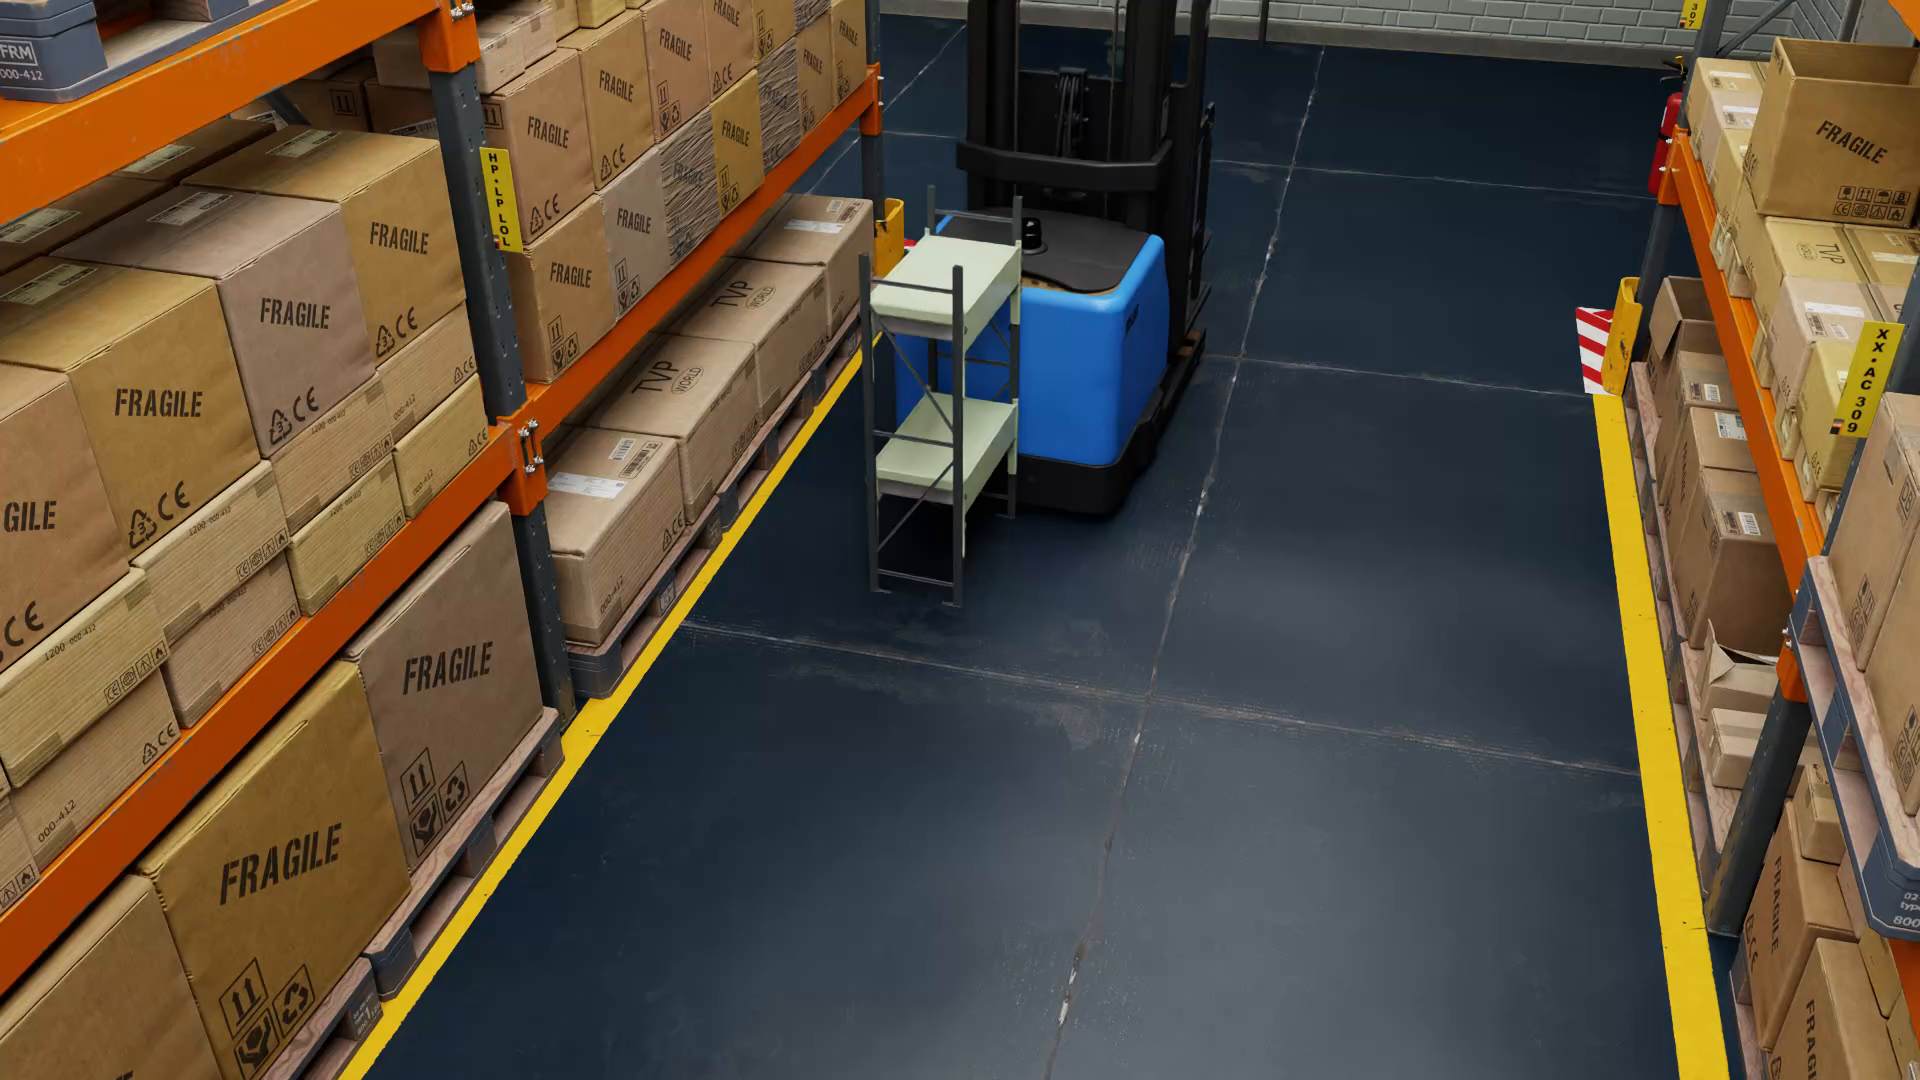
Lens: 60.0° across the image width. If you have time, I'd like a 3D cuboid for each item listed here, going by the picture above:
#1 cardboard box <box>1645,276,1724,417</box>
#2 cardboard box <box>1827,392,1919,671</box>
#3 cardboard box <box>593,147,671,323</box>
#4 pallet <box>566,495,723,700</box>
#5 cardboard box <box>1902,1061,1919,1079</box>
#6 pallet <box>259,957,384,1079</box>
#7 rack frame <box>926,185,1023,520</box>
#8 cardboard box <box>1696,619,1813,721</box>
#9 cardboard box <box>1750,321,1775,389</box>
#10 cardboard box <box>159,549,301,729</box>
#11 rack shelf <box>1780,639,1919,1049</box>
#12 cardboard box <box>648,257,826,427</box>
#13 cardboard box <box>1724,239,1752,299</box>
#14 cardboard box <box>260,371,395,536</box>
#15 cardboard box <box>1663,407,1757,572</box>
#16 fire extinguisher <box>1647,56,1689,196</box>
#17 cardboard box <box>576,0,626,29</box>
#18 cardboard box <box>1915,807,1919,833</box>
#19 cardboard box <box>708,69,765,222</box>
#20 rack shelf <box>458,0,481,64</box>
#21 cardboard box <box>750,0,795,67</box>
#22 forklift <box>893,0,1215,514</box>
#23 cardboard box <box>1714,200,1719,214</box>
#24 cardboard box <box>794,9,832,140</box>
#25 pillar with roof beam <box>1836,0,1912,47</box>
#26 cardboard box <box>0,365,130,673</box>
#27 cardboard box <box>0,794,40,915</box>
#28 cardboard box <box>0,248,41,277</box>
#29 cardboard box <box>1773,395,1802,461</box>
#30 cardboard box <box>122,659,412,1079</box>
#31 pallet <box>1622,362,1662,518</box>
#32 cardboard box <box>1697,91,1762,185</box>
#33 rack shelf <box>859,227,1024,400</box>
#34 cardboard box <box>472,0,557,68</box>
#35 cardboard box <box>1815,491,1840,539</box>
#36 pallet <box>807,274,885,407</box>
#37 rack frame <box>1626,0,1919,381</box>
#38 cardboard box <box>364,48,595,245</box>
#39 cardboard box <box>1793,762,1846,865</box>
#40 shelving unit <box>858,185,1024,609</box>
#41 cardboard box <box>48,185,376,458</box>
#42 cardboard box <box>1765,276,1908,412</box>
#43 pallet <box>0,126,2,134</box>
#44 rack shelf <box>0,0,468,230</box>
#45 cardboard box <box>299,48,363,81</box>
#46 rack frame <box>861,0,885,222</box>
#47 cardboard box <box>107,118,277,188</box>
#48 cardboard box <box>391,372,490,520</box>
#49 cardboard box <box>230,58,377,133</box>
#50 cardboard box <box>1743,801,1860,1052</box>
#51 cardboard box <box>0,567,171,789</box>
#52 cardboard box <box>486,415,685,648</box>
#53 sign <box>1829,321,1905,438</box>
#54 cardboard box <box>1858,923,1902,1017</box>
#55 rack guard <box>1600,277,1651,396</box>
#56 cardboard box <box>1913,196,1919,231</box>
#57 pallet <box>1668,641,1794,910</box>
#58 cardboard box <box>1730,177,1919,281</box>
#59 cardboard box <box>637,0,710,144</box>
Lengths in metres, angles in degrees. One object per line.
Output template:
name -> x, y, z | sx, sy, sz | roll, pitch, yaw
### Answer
cardboard box -> 3.639, -0.872, 7.761 | 0.797, 0.503, 0.637 | 7, 33, 10
cardboard box -> 2.532, 0.024, 3.931 | 0.700, 0.500, 0.500 | 9, 34, 14
cardboard box -> -1.427, -1.161, 6.188 | 0.500, 0.500, 0.500 | 8, 33, 13
pallet -> -1.662, 0.142, 6.830 | 1.003, 0.211, 1.213 | 8, 33, 12
cardboard box -> 2.317, 1.335, 3.689 | 0.380, 0.149, 0.250 | 8, 33, 12
pallet -> -2.361, 1.572, 4.581 | 1.003, 0.211, 1.213 | 8, 33, 12
rack frame -> 0.056, -0.760, 7.048 | 0.400, 1.500, 0.023 | 10, 34, 16
cardboard box -> 2.819, 0.485, 5.848 | 0.396, 0.266, 0.258 | 9, 34, 14
cardboard box -> 2.926, -0.616, 5.657 | 0.380, 0.149, 0.250 | 8, 33, 12
cardboard box -> -2.078, 0.203, 4.275 | 0.500, 0.250, 0.500 | 7, 33, 11
rack shelf -> 2.364, 1.365, 2.978 | 1.077, 0.370, 4.000 | 8, 33, 12
cardboard box -> -1.211, -0.990, 8.009 | 0.875, 0.438, 0.875 | 9, 34, 14
cardboard box -> 3.115, -1.012, 6.280 | 0.380, 0.149, 0.250 | 9, 33, 13
cardboard box -> -1.927, -0.276, 4.562 | 0.500, 0.250, 0.500 | 9, 33, 14
cardboard box -> 3.154, -0.171, 6.662 | 0.500, 0.500, 0.500 | 9, 33, 13
fire extinguisher -> 3.477, -2.002, 8.023 | 0.296, 0.674, 0.183 | 8, 33, 12
cardboard box -> -1.404, -1.911, 5.831 | 0.380, 0.149, 0.250 | 8, 33, 12
cardboard box -> 2.147, 0.571, 3.289 | 0.396, 0.266, 0.258 | 10, 34, 15
cardboard box -> -1.164, -1.686, 7.013 | 0.500, 0.500, 0.500 | 9, 34, 14
rack shelf -> -1.423, -2.651, 6.499 | 1.077, 0.370, 4.000 | 8, 33, 12
cardboard box -> -1.041, -2.377, 7.167 | 0.500, 0.500, 0.500 | 8, 33, 12
forklift -> 0.653, -2.132, 7.872 | 1.130, 2.935, 3.031 | 10, 34, 16
cardboard box -> 3.361, -1.411, 6.908 | 0.380, 0.149, 0.250 | 9, 34, 14
cardboard box -> -0.924, -2.224, 7.859 | 0.500, 0.500, 0.500 | 7, 33, 11
pillar with roof beam -> 1.278, -6.447, 9.003 | 9.100, 9.000, 0.400 | 8, 33, 12
cardboard box -> -2.190, -0.048, 3.505 | 0.500, 0.500, 0.500 | 9, 33, 13
cardboard box -> -2.327, 0.728, 3.448 | 0.500, 0.250, 0.500 | 9, 34, 14
cardboard box -> -2.553, -0.398, 4.055 | 0.500, 0.500, 0.500 | 7, 33, 11
cardboard box -> 2.795, -0.347, 5.234 | 0.380, 0.149, 0.250 | 9, 34, 14
cardboard box -> -2.233, 0.871, 4.673 | 0.875, 0.875, 0.875 | 9, 34, 14
pallet -> 3.666, -0.422, 7.718 | 1.003, 0.211, 1.213 | 8, 33, 12
cardboard box -> 3.383, -1.654, 6.919 | 0.500, 0.250, 0.500 | 8, 33, 13
rack shelf -> -0.062, -0.904, 6.546 | 0.431, 0.370, 0.720 | 10, 34, 16
cardboard box -> -1.550, -1.652, 5.423 | 0.380, 0.149, 0.250 | 9, 33, 13
cardboard box -> 2.708, -0.071, 4.800 | 0.380, 0.149, 0.250 | 8, 33, 13
pallet -> -1.043, -1.124, 8.822 | 1.003, 0.211, 1.213 | 8, 33, 12
rack frame -> 3.886, -2.053, 7.683 | 1.000, 3.000, 0.127 | 8, 33, 12
cardboard box -> -1.576, -1.329, 5.520 | 0.500, 0.500, 0.500 | 8, 33, 13
cardboard box -> 2.523, 0.777, 4.566 | 0.380, 0.149, 0.250 | 10, 34, 15
shelving unit -> -0.062, -0.574, 6.756 | 0.431, 1.500, 0.755 | 10, 34, 16
cardboard box -> -1.926, -0.579, 4.340 | 0.500, 0.500, 0.500 | 9, 33, 13
cardboard box -> 2.877, -0.599, 5.258 | 0.500, 0.250, 0.500 | 8, 33, 13
pallet -> -2.553, -0.683, 2.909 | 1.003, 0.211, 1.213 | 10, 34, 15
rack shelf -> -2.439, -0.575, 3.233 | 1.077, 0.370, 4.000 | 8, 33, 12
cardboard box -> -2.161, -1.592, 5.328 | 0.380, 0.149, 0.250 | 7, 33, 11
rack frame -> -0.916, -2.726, 8.743 | 1.000, 3.000, 0.127 | 8, 33, 12
cardboard box -> -2.321, -0.926, 4.885 | 0.500, 0.500, 0.500 | 8, 33, 13
cardboard box -> -1.801, -0.320, 5.098 | 0.500, 0.250, 0.500 | 7, 33, 11
cardboard box -> -2.078, -1.397, 5.627 | 0.500, 0.500, 0.500 | 8, 33, 12
cardboard box -> 2.531, 1.121, 4.629 | 0.500, 0.500, 0.500 | 9, 34, 14
cardboard box -> -2.166, 0.261, 3.717 | 0.500, 0.250, 0.500 | 9, 33, 13
cardboard box -> -1.668, -0.058, 6.542 | 0.875, 0.438, 0.875 | 8, 33, 12
sign -> 2.344, -0.412, 4.295 | 0.100, 0.325, 0.005 | 8, 33, 12
cardboard box -> 2.473, 1.066, 4.111 | 0.380, 0.149, 0.250 | 6, 33, 10
rack guard -> 3.867, -0.958, 8.291 | 1.175, 0.500, 0.348 | 8, 33, 12
cardboard box -> 3.631, -1.045, 5.960 | 0.500, 0.250, 0.500 | 8, 33, 12
pallet -> 3.046, 0.844, 5.726 | 1.003, 0.211, 1.213 | 8, 33, 12
cardboard box -> 3.148, -1.123, 6.083 | 0.500, 0.250, 0.500 | 7, 33, 11
cardboard box -> -1.301, -1.855, 6.346 | 0.500, 0.500, 0.500 | 9, 33, 13
